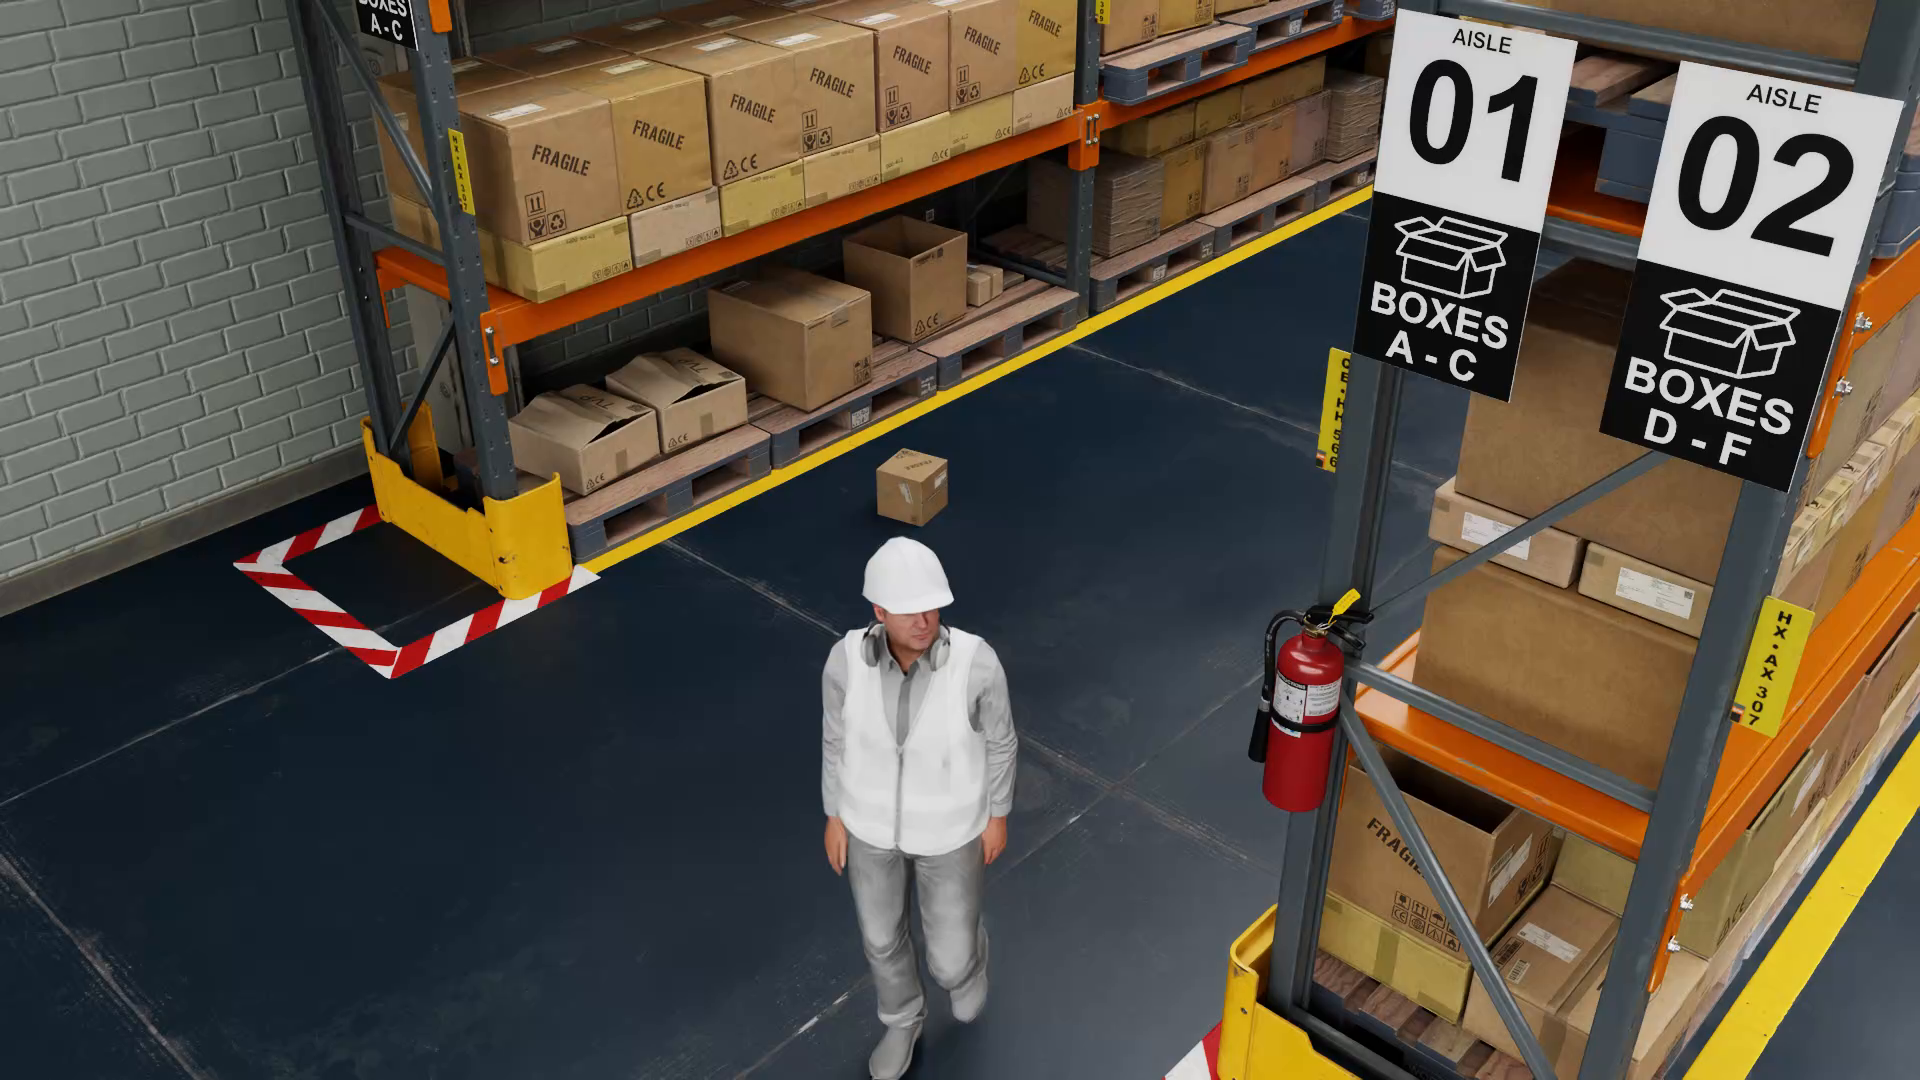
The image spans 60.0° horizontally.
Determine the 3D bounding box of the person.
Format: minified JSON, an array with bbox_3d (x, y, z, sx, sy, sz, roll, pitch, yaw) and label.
[{"bbox_3d":[-0.126,0.784,4.757,0.538,1.762,0.503,7,32,11],"label":"person"}]
